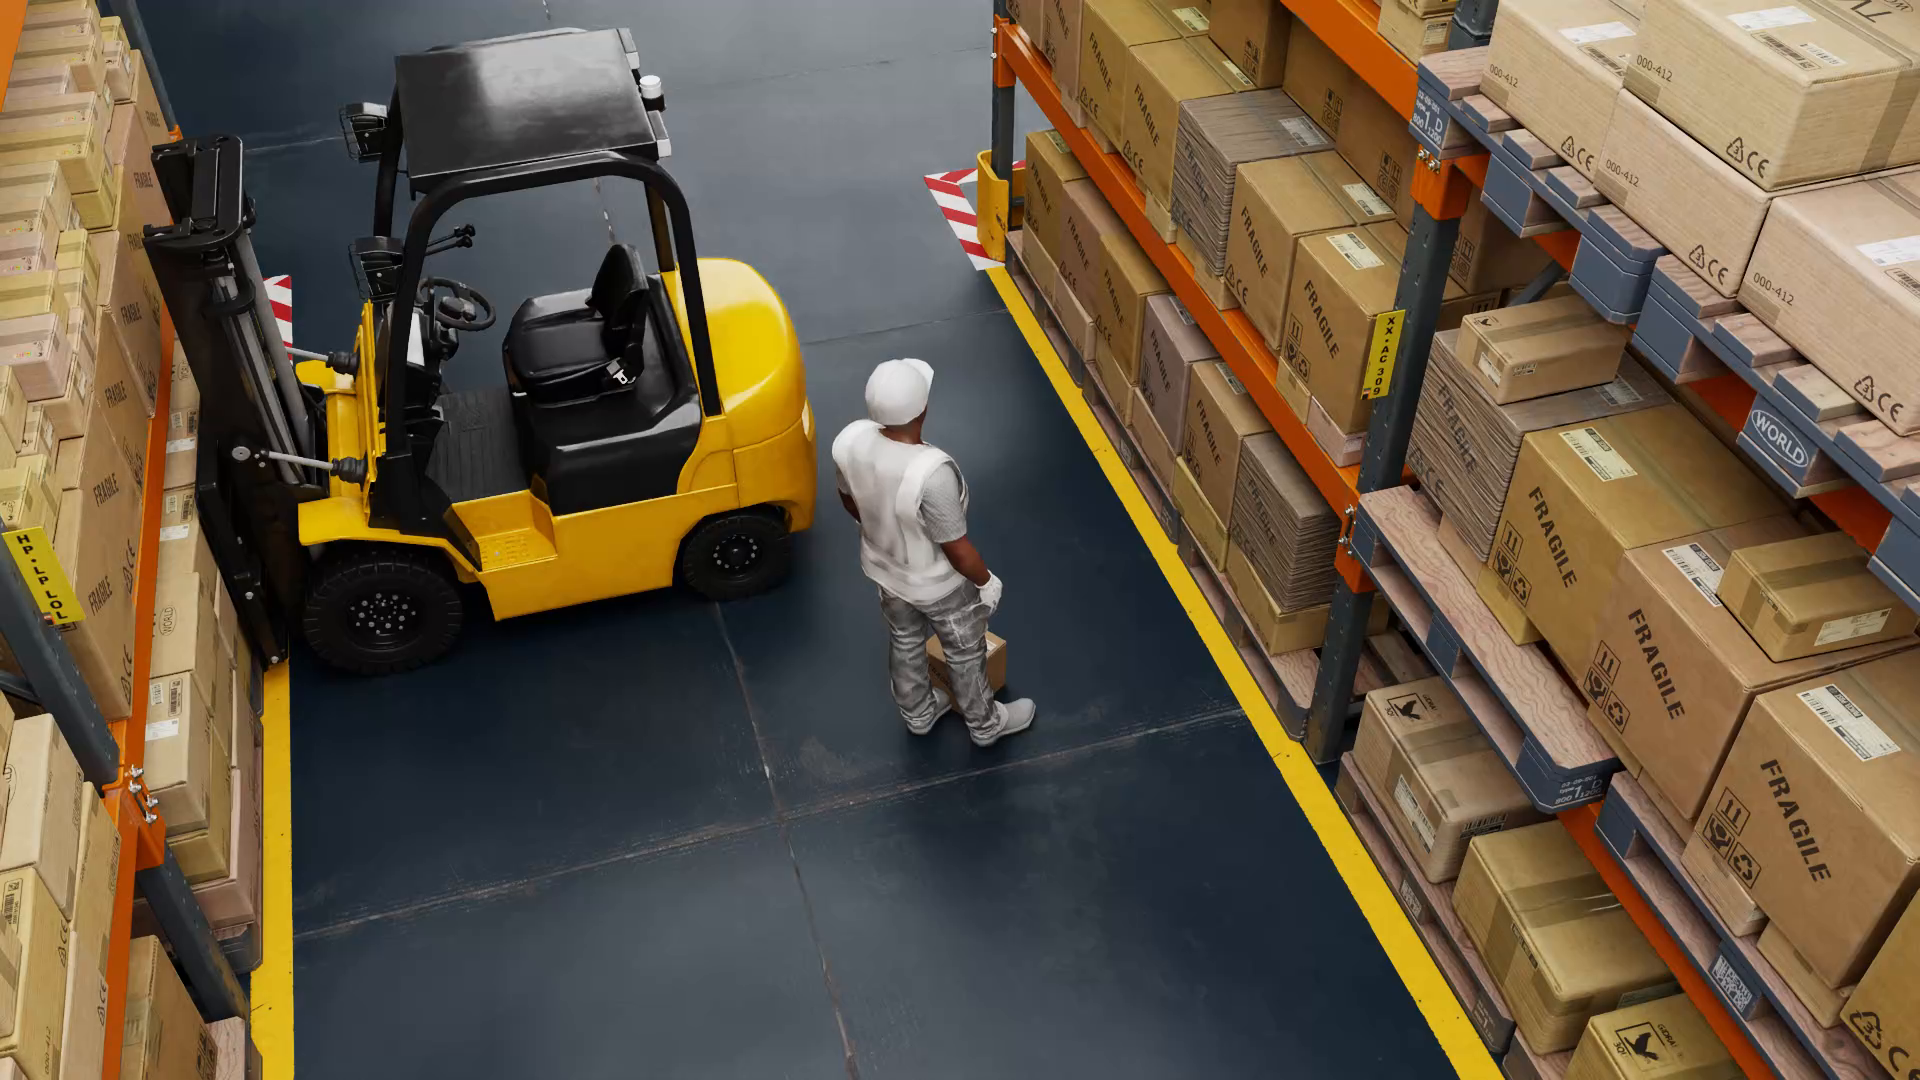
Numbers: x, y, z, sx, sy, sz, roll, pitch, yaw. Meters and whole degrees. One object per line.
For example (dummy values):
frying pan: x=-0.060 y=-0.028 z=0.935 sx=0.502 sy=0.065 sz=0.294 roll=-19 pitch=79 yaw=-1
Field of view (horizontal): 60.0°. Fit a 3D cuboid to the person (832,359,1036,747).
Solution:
person: x=-0.094 y=0.047 z=6.080 sx=0.656 sy=1.784 sz=0.576 roll=30 pitch=50 yaw=29
